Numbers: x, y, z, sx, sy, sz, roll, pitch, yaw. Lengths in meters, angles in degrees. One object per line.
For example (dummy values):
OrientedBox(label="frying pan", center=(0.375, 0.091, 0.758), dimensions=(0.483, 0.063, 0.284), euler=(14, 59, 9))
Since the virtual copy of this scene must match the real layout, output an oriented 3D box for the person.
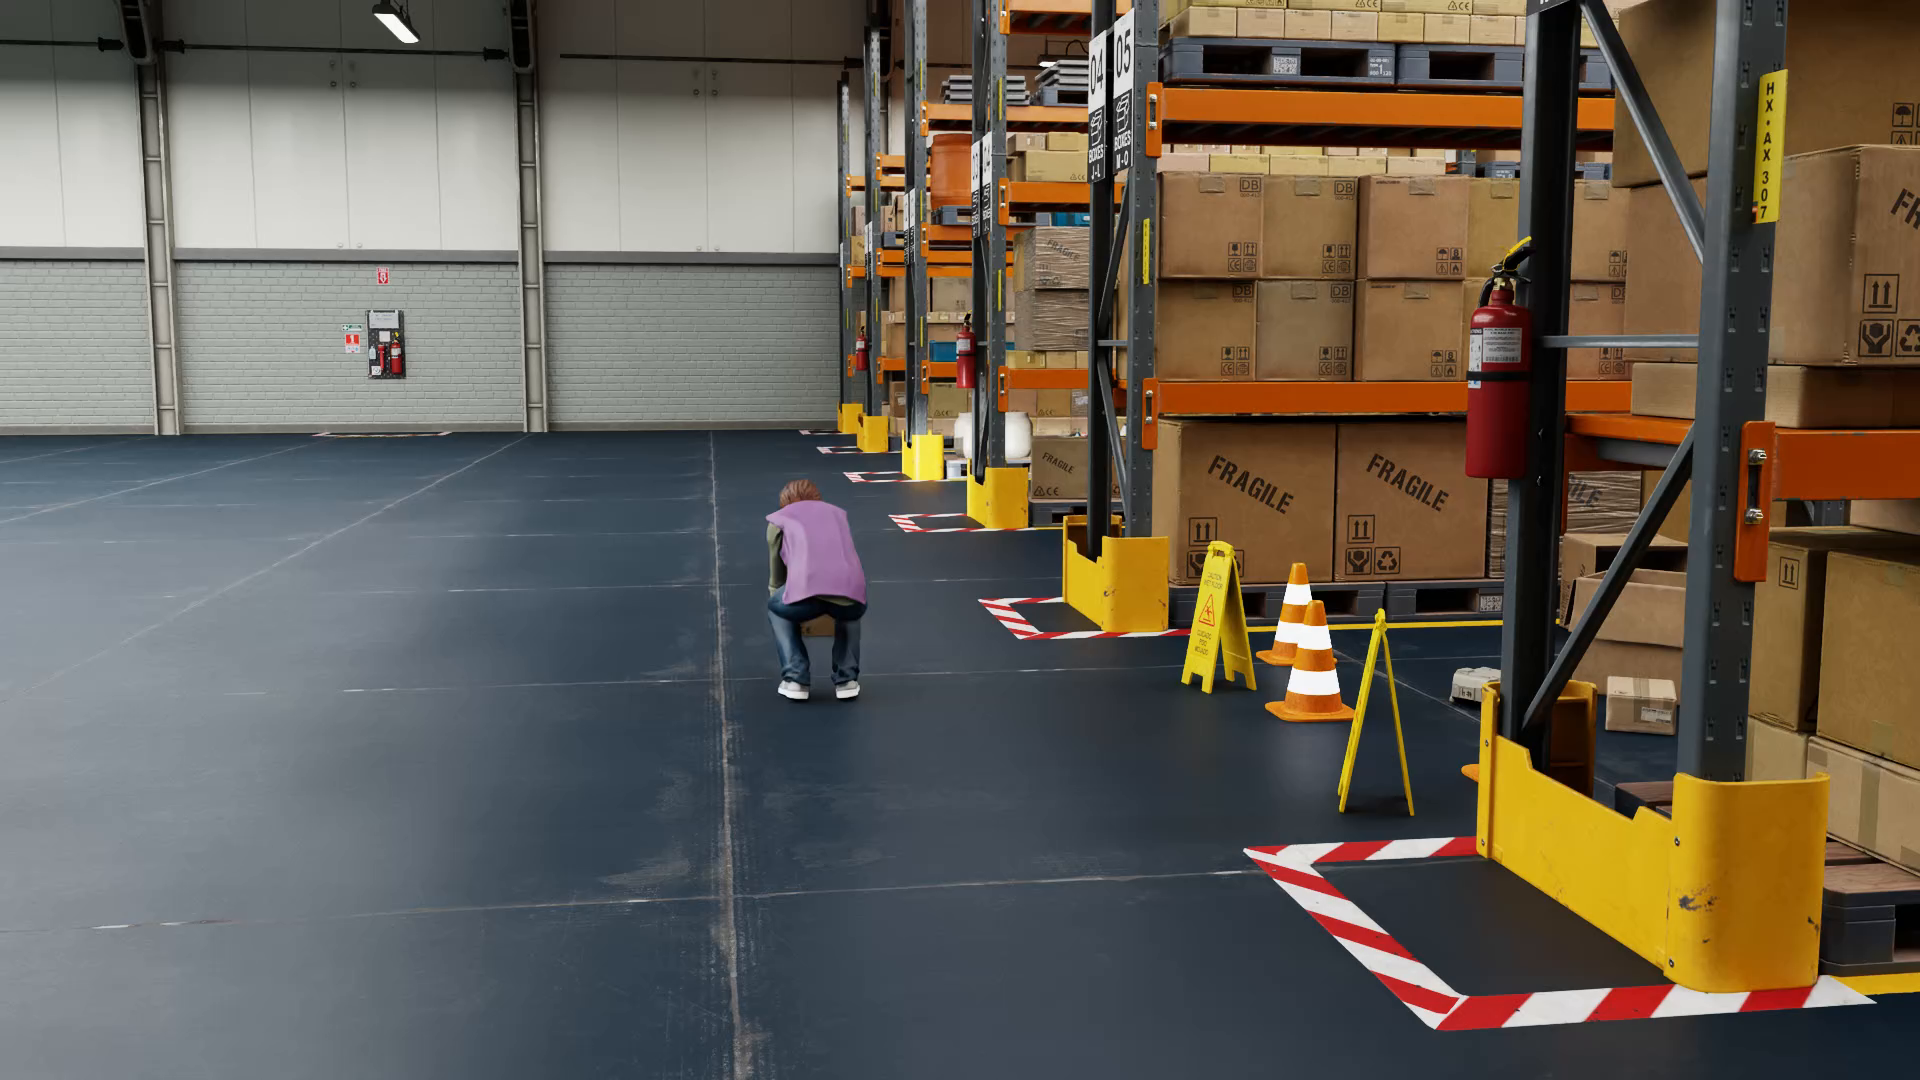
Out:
OrientedBox(label="person", center=(-0.623, 0.210, 7.215), dimensions=(0.420, 0.911, 0.829), euler=(-1, 7, -10))
